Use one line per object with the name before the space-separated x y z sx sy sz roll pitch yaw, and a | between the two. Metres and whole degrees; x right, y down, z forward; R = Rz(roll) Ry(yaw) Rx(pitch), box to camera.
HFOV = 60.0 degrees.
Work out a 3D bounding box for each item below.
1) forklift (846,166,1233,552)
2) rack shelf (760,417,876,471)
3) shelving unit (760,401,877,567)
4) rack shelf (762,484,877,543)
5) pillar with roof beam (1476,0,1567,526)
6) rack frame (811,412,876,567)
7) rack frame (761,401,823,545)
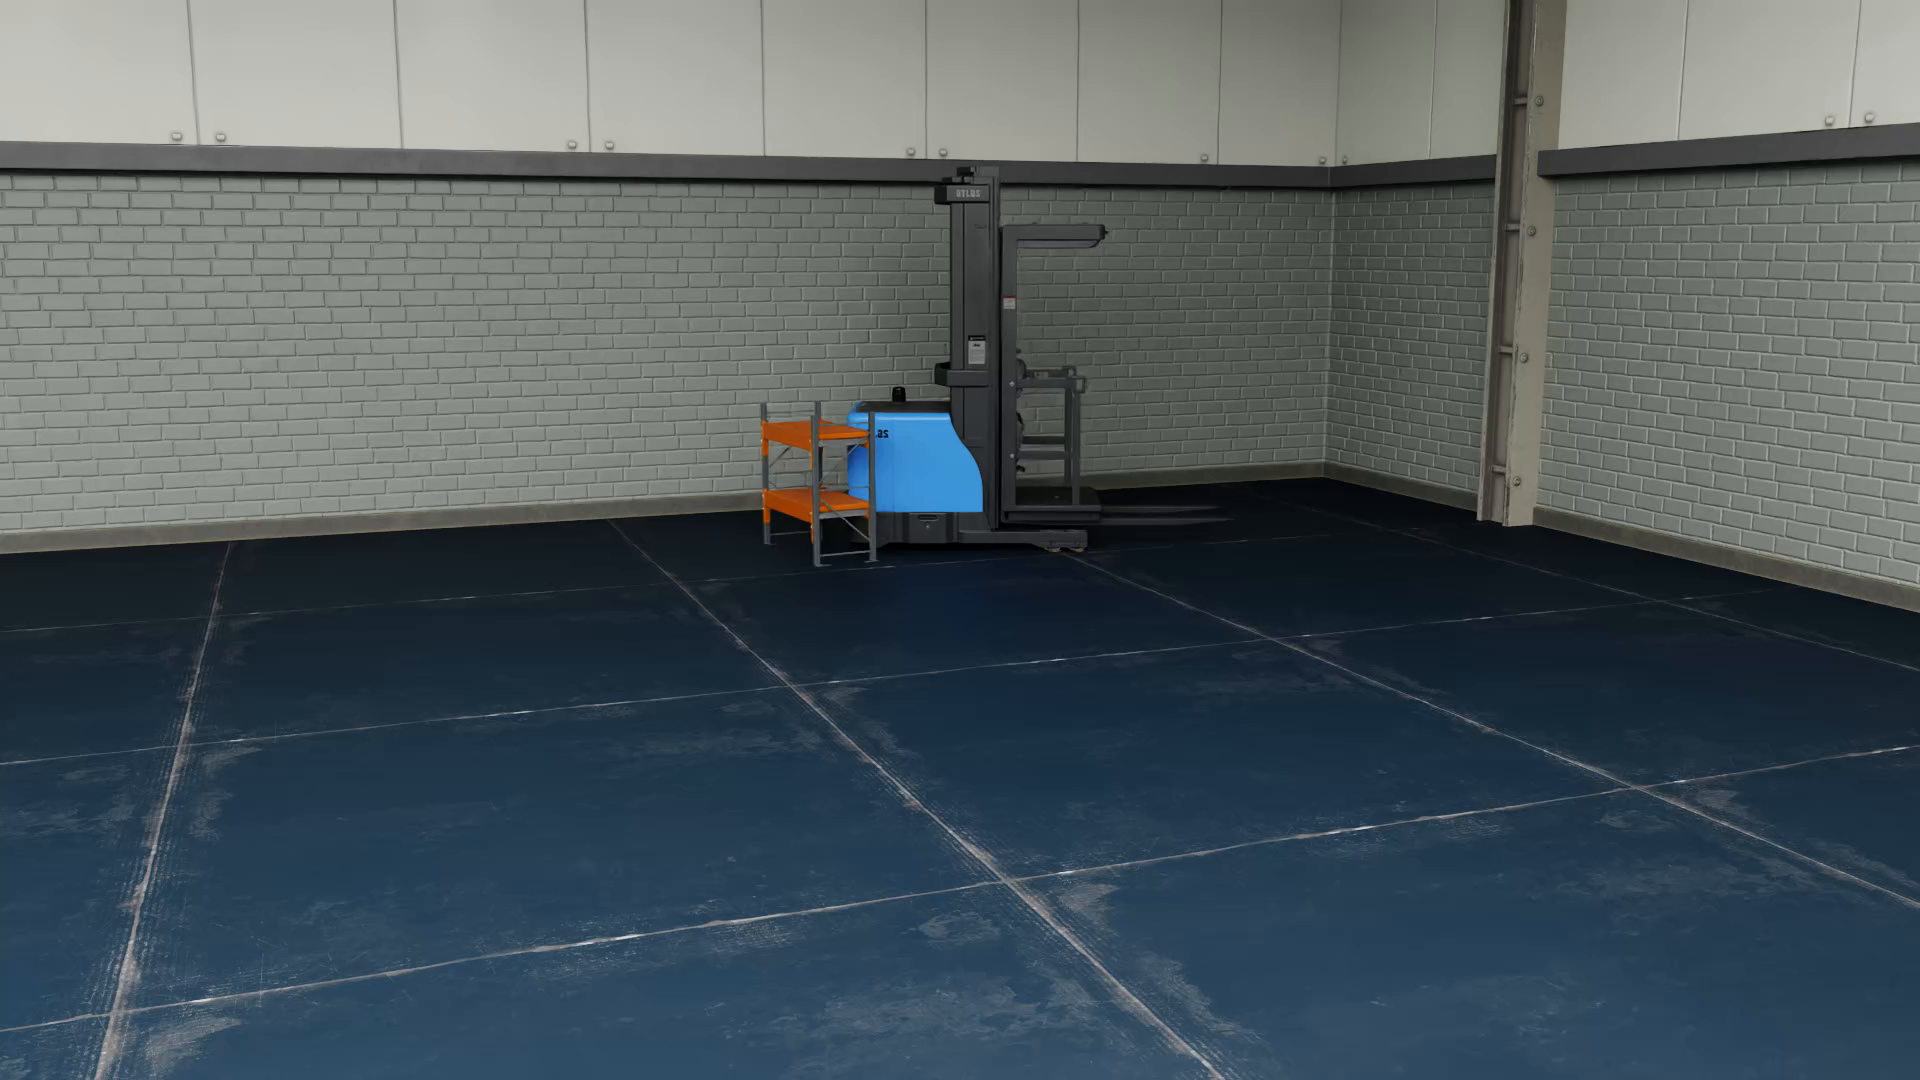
forklift | 0.630 -1.443 13.163 3.031 2.935 1.130 0 10 0
rack shelf | -1.095 -0.744 12.718 0.538 0.278 1.000 -5 11 -27
shelving unit | -1.095 -0.456 12.770 0.538 1.125 1.048 -5 11 -27
rack shelf | -1.095 -0.215 12.812 0.538 0.278 1.000 -5 11 -27
pillar with roof beam | 0.679 -4.313 11.974 9.100 9.000 0.400 -4 11 -21
rack frame | -0.858 -0.377 12.327 0.500 1.125 0.032 -5 11 -27
rack frame | -1.331 -0.534 13.213 0.500 1.125 0.032 -5 11 -27
